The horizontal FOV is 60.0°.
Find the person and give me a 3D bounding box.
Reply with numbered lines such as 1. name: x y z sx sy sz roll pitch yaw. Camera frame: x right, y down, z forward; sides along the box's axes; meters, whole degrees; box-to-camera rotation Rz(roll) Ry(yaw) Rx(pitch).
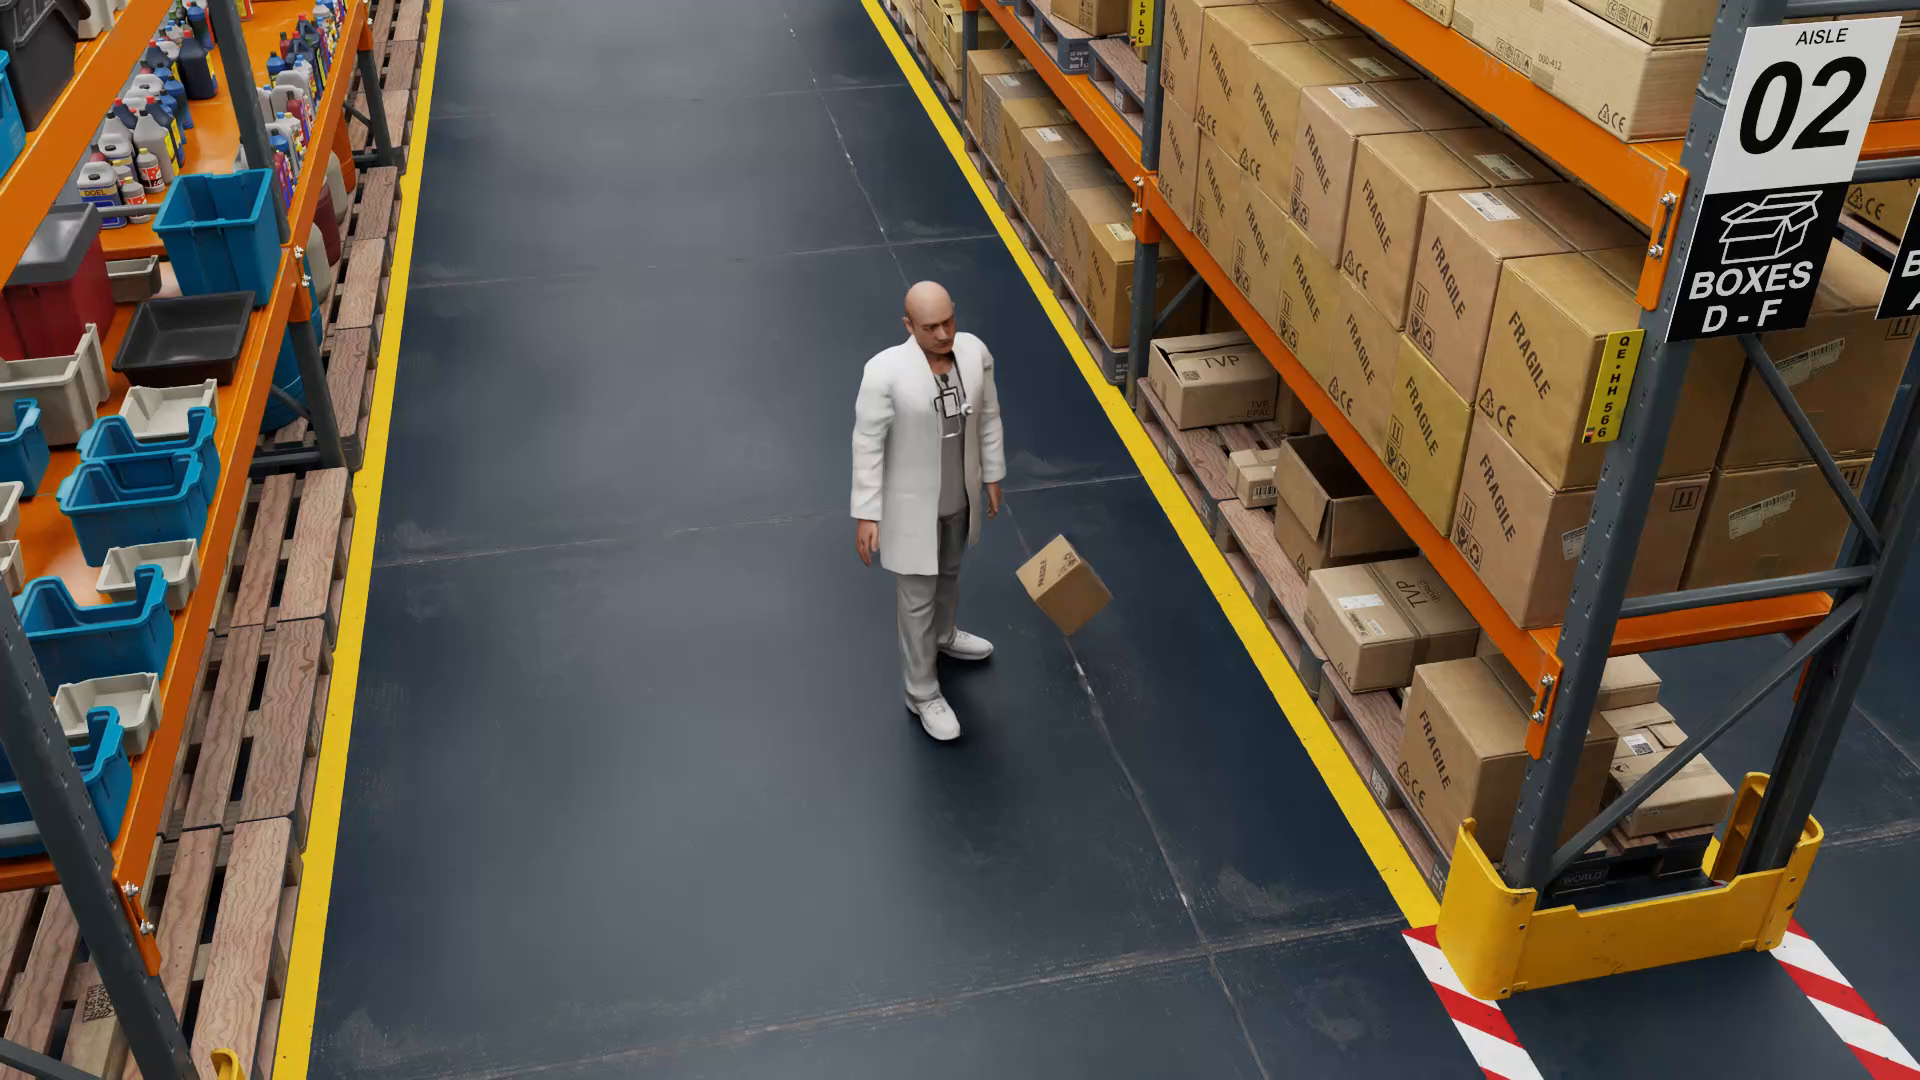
1. person: -0.089 -0.125 6.305 0.711 1.772 0.667 -23 40 -31
